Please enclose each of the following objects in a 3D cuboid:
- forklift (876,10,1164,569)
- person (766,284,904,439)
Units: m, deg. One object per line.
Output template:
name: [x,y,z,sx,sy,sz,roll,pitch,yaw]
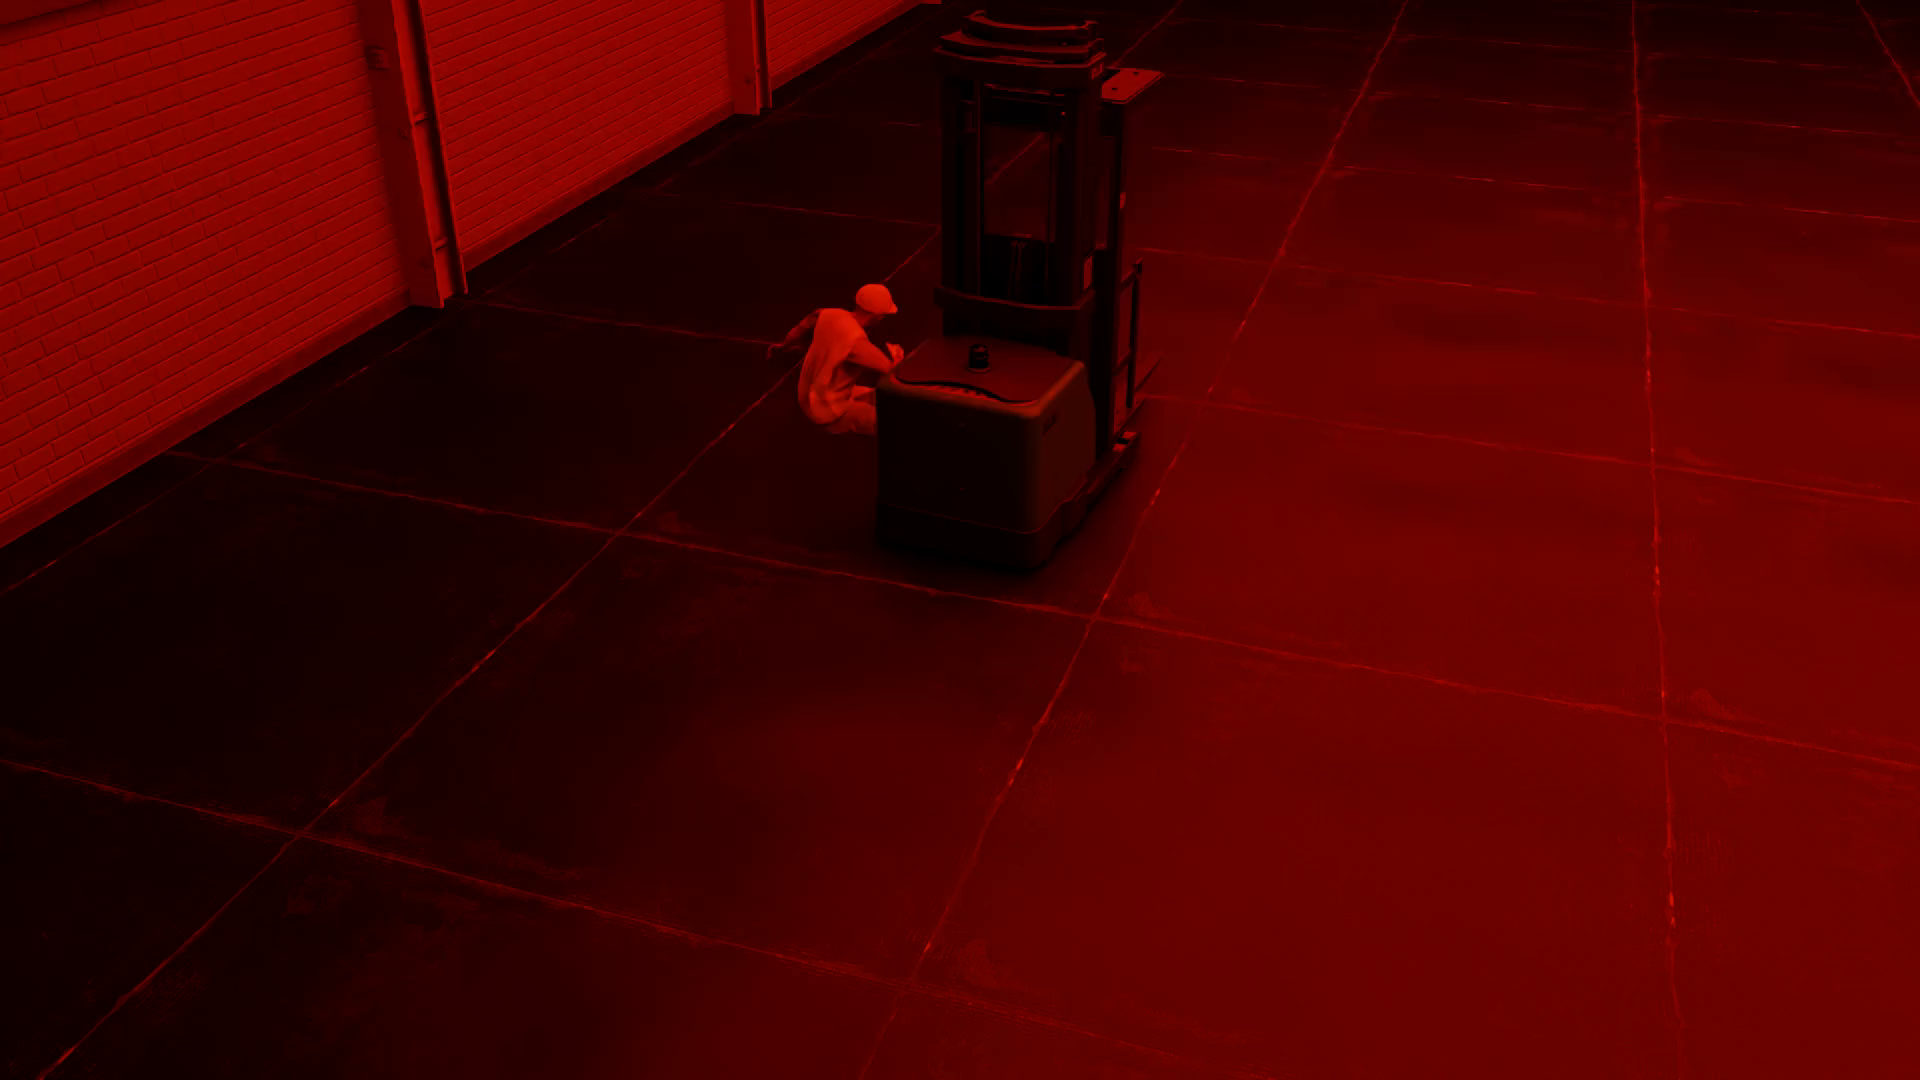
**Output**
forklift: [0.555,-1.817,10.325,1.130,2.935,3.031,12,32,20]
person: [-0.586,-0.955,10.367,0.970,1.480,1.084,-13,32,-21]
